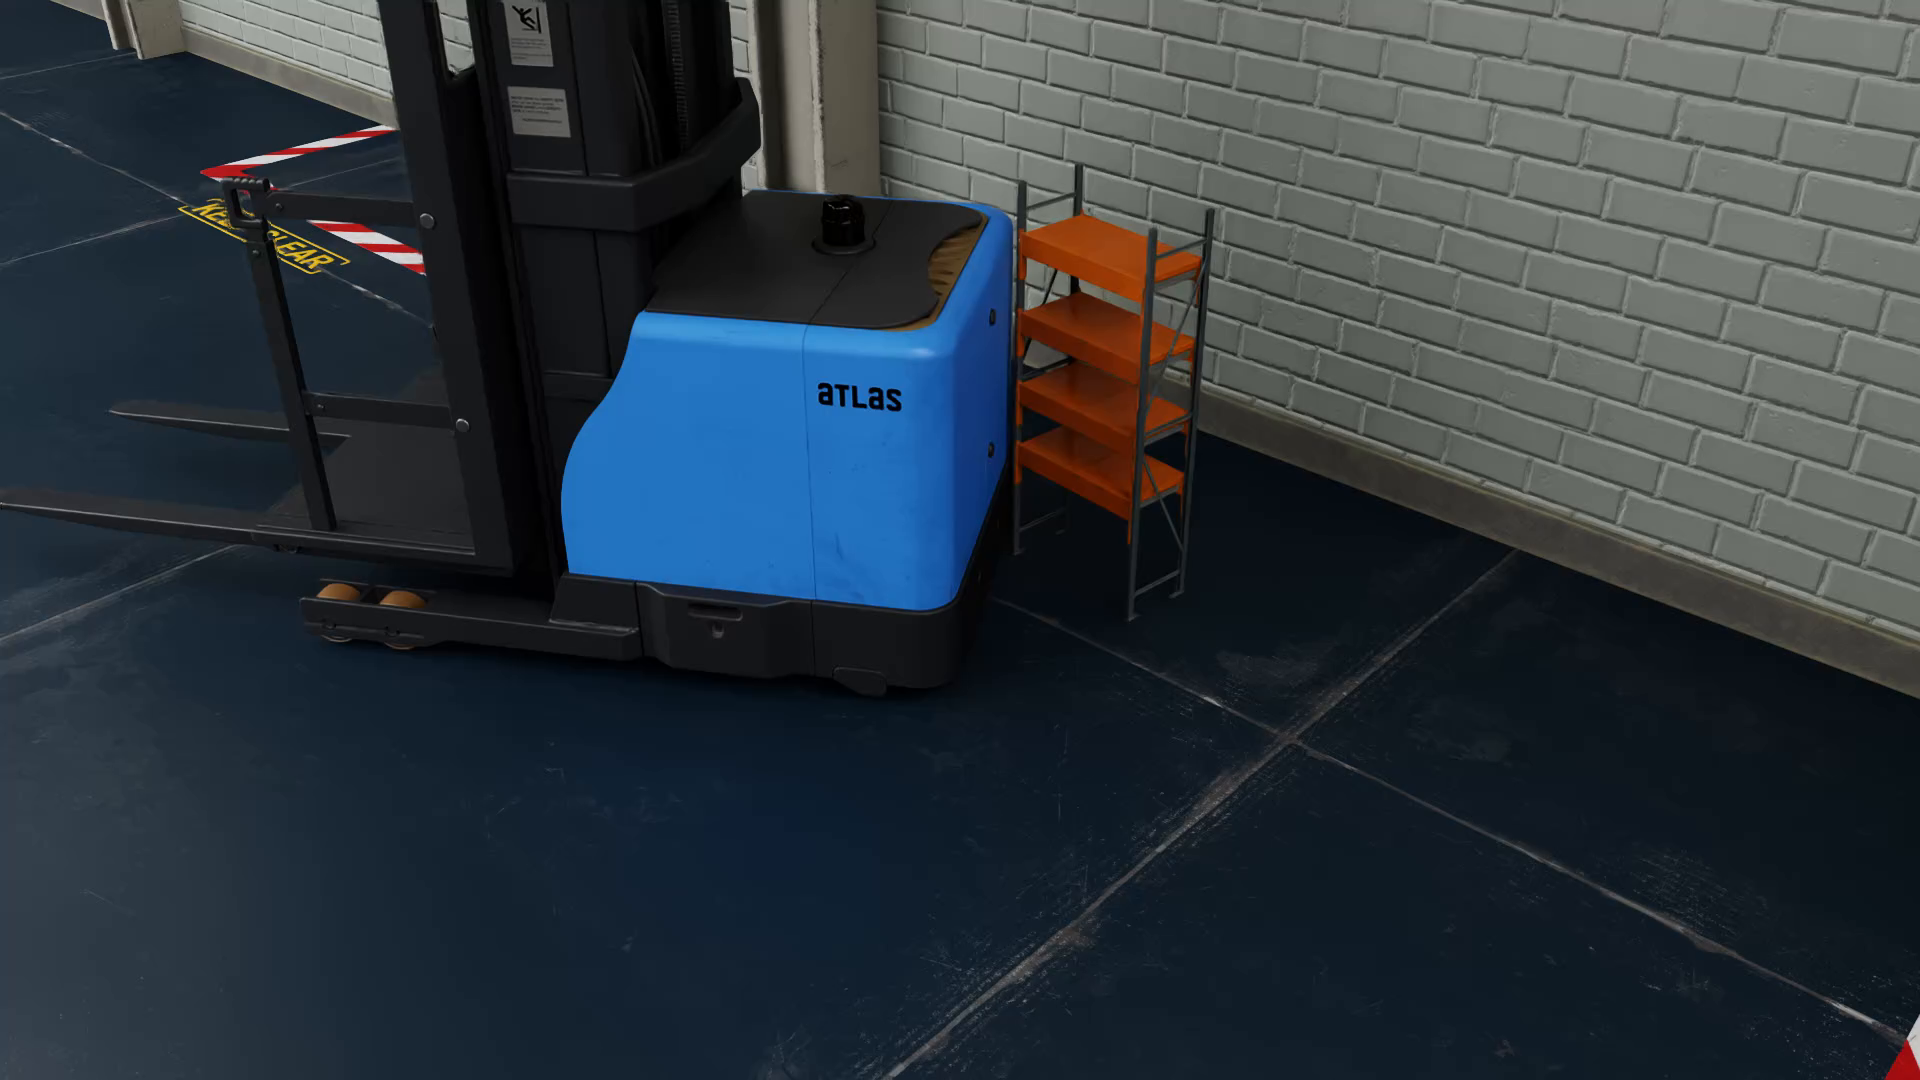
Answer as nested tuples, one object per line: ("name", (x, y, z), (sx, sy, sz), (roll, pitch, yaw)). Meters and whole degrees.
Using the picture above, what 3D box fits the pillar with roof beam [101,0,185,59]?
("pillar with roof beam", (-7.896, -5.252, 5.249), (0.400, 9.000, 9.100), (25, 39, 35))

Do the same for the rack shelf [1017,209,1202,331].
("rack shelf", (0.414, -0.747, 4.566), (0.258, 0.148, 0.480), (-24, 39, -34))

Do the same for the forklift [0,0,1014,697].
("forklift", (-1.403, -1.203, 4.407), (3.031, 2.935, 1.130), (6, 32, 10))

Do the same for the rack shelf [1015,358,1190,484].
("rack shelf", (0.414, -0.353, 4.804), (0.258, 0.148, 0.480), (-24, 39, -34))

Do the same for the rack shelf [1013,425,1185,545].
("rack shelf", (0.414, -0.183, 4.906), (0.258, 0.148, 0.480), (-24, 39, -34))

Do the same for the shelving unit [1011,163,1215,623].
("shelving unit", (0.414, -0.411, 4.769), (0.258, 1.200, 0.503), (-24, 39, -34))

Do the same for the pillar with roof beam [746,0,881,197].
("pillar with roof beam", (-3.447, -3.175, 1.800), (0.400, 9.000, 9.100), (25, 39, 35))

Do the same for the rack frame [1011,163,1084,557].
("rack frame", (0.253, -0.505, 4.926), (0.240, 1.200, 0.015), (-24, 39, -34))

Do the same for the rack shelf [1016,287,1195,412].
("rack shelf", (0.414, -0.545, 4.688), (0.258, 0.148, 0.480), (-24, 39, -34))

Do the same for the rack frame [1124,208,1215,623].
("rack frame", (0.575, -0.316, 4.612), (0.240, 1.200, 0.015), (-24, 39, -34))
